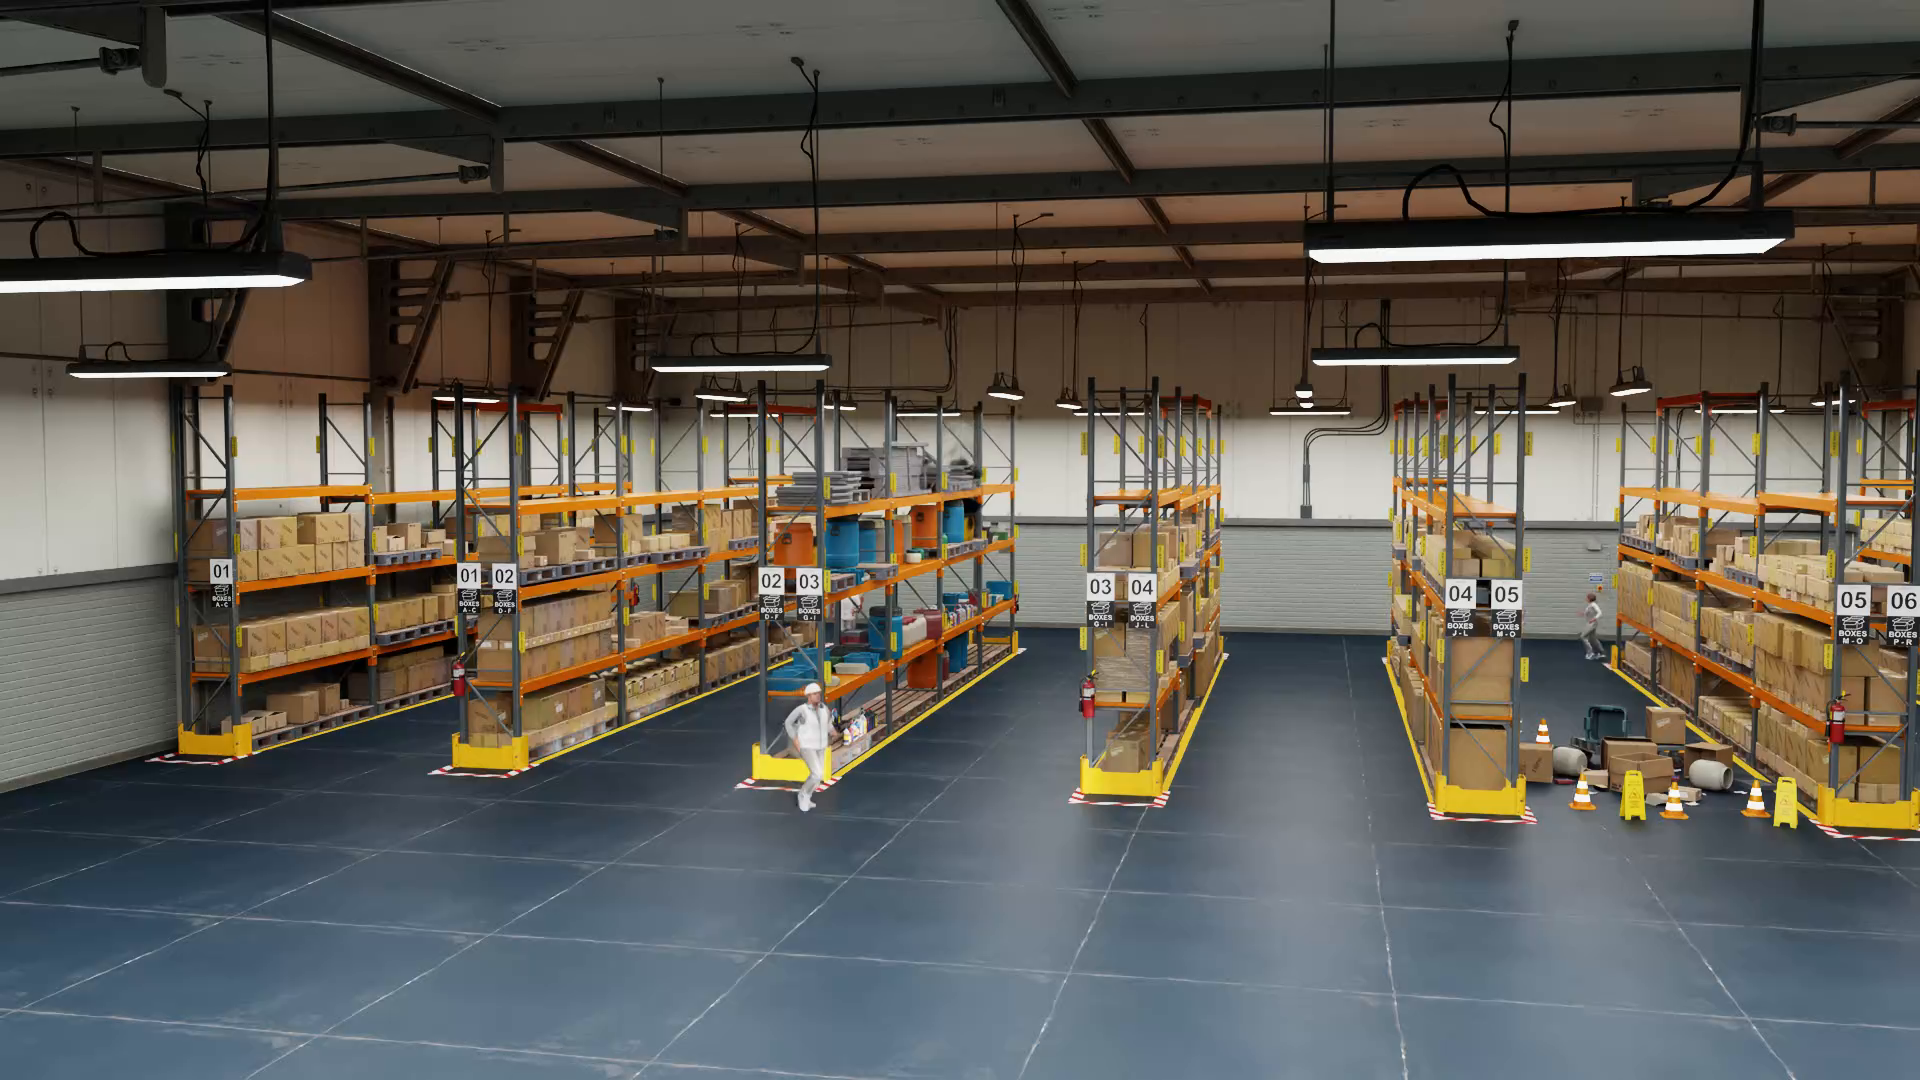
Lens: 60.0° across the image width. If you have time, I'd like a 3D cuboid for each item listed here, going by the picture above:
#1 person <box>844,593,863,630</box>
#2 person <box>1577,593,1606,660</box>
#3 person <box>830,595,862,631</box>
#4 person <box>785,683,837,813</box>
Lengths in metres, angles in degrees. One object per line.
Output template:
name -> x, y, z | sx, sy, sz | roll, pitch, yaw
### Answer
person -> -2.575, 1.716, 38.464 | 0.666, 1.814, 0.836 | 0, 3, 0
person -> 14.788, 2.039, 38.951 | 0.670, 1.616, 0.537 | 1, 3, 20
person -> -2.562, 1.797, 37.139 | 0.726, 1.818, 0.692 | 0, 3, -1
person -> -1.994, 2.845, 22.818 | 0.677, 1.761, 0.658 | 3, 4, 44
